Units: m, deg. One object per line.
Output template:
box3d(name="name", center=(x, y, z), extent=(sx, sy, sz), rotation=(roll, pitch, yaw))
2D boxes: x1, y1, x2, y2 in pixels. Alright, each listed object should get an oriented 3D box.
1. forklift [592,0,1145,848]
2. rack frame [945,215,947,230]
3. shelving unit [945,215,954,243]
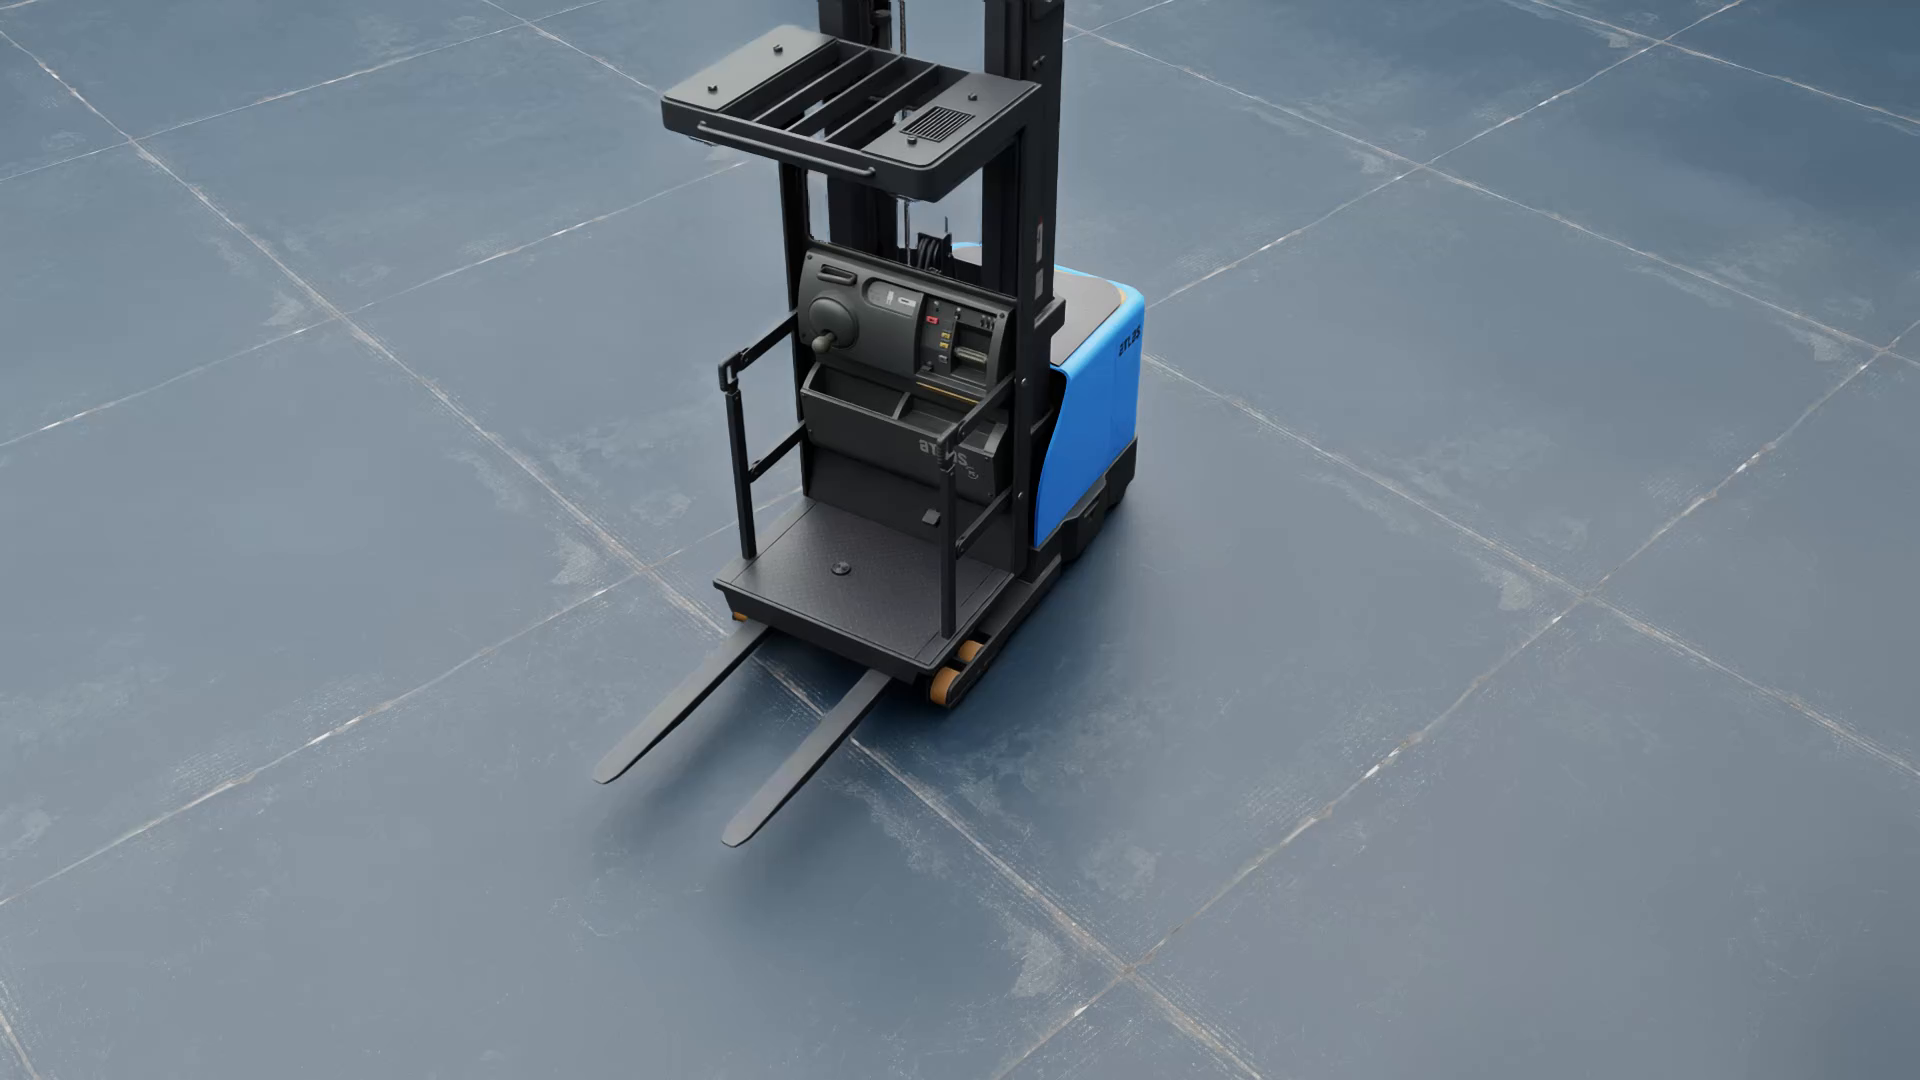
box3d(name="forklift", center=(-0.338, -0.780, 6.383), extent=(1.130, 2.935, 3.031), rotation=(20, 43, 23))
box3d(name="rack frame", center=(-0.084, -1.094, 8.267), extent=(0.008, 1.050, 0.200), rotation=(8, 39, 10))
box3d(name="shelving unit", center=(0.035, -1.078, 8.246), extent=(0.252, 1.050, 0.215), rotation=(8, 39, 10))
